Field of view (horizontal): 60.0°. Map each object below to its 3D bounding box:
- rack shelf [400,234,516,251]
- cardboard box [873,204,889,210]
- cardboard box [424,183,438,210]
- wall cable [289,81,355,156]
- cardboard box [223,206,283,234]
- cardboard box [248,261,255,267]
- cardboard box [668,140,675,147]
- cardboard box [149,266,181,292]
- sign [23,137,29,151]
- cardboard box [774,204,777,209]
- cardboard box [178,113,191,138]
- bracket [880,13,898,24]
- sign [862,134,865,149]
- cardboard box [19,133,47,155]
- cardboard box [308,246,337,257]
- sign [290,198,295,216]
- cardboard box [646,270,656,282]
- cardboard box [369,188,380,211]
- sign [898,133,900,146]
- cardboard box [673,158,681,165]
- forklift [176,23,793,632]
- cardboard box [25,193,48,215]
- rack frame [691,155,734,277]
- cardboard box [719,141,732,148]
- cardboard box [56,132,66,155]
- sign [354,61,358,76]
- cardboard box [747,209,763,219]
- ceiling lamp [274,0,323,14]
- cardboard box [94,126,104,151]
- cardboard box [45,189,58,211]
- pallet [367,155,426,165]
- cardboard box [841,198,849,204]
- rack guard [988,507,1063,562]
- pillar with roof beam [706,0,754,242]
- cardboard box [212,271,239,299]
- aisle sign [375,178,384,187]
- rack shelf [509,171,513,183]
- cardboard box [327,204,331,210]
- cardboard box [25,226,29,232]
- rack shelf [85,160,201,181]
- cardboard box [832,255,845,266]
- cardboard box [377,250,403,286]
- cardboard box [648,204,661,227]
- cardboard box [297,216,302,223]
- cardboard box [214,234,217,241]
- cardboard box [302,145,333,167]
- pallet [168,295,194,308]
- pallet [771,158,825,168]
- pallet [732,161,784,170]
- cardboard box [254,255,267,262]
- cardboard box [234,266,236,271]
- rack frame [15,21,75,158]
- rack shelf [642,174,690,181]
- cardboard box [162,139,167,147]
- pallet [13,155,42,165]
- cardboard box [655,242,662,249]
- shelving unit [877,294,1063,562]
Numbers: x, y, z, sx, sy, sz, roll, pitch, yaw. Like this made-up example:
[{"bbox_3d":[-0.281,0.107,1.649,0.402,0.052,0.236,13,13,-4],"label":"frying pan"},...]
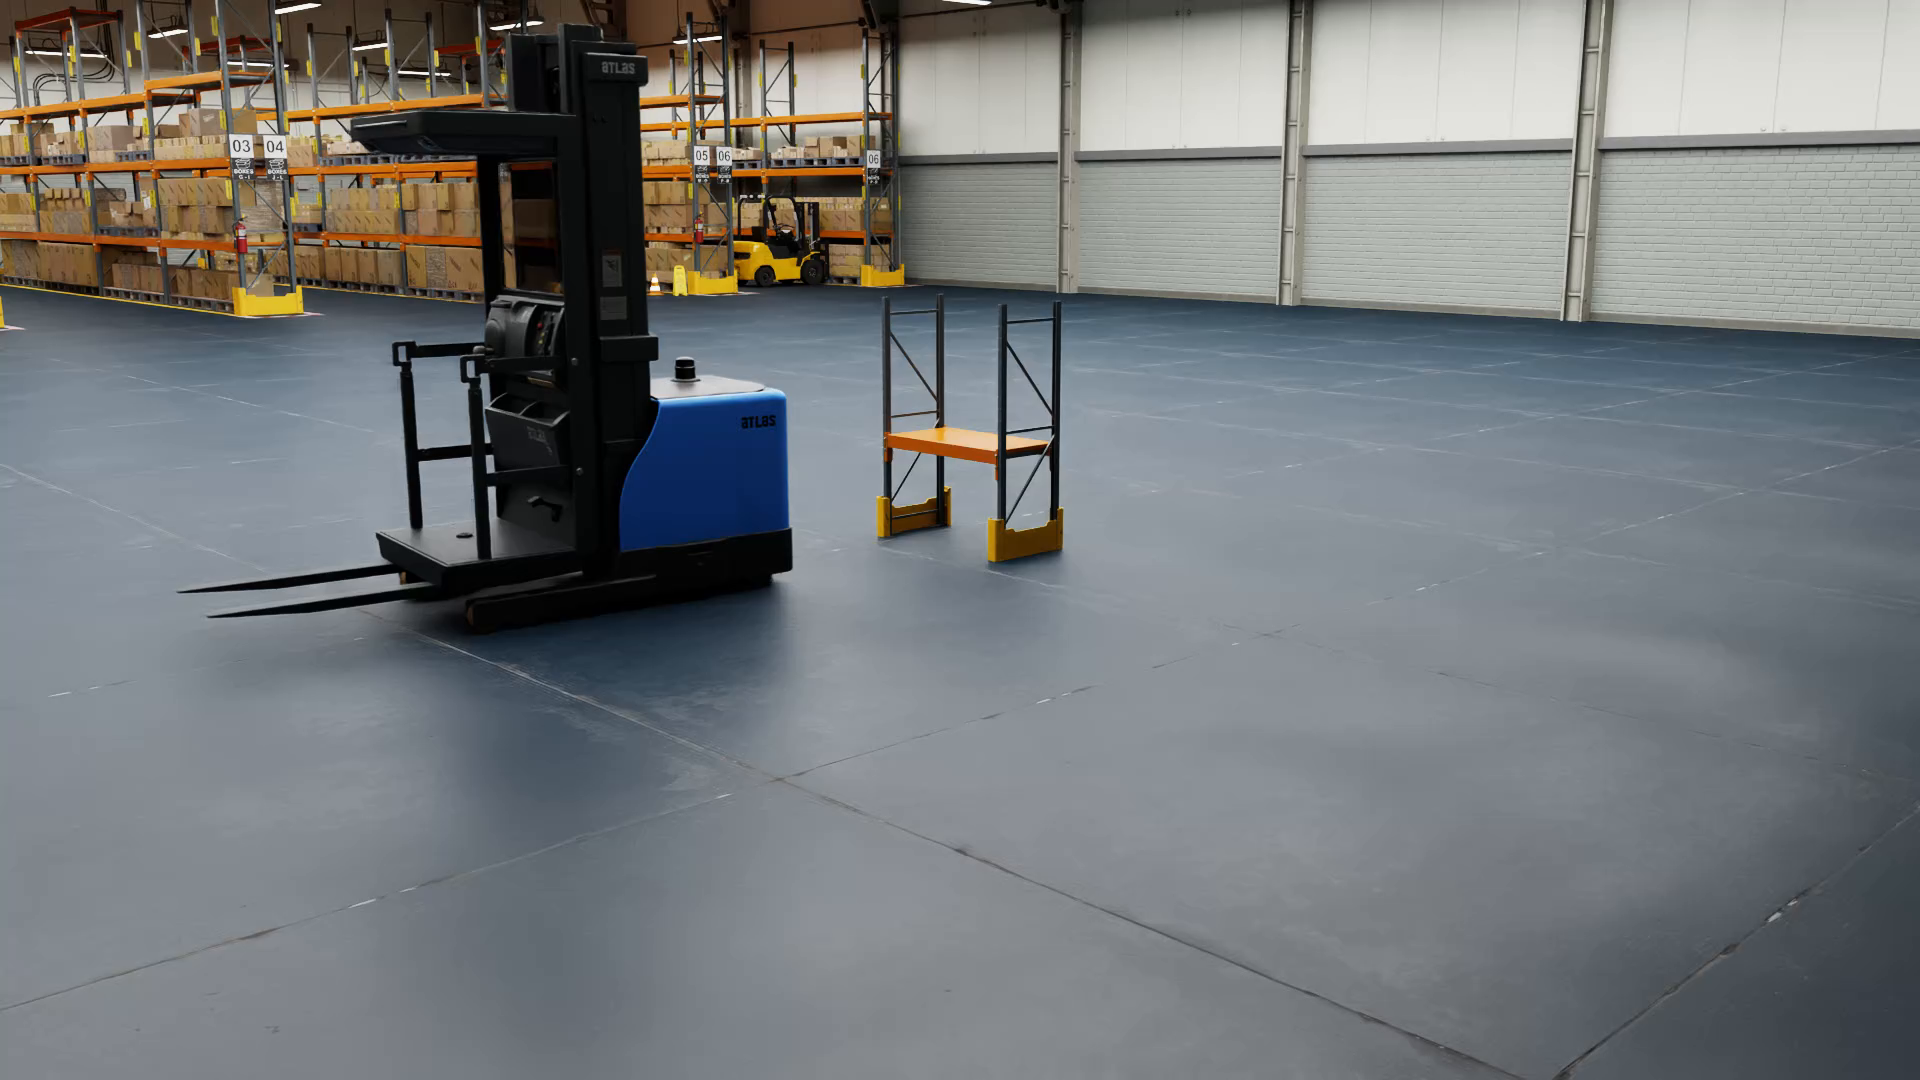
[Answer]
[{"bbox_3d":[-10.376,-6.231,35.006,1.077,0.370,4.000,-11,16,-43],"label":"rack shelf"},{"bbox_3d":[-1.943,-8.141,40.637,0.250,0.149,0.380,11,16,44],"label":"cardboard box"},{"bbox_3d":[-10.790,-7.257,35.155,0.875,0.550,0.550,-11,16,-43],"label":"cardboard box"},{"bbox_3d":[-20.120,-13.165,52.011,2.355,3.000,0.029,-11,16,-43],"label":"wall cable"},{"bbox_3d":[-13.012,-5.894,30.602,0.875,0.500,0.500,-11,16,-43],"label":"cardboard box"},{"bbox_3d":[-17.925,-7.038,42.424,0.250,0.149,0.380,11,16,42],"label":"cardboard box"},{"bbox_3d":[-6.271,-8.819,36.995,0.380,0.149,0.250,-11,16,-43],"label":"cardboard box"},{"bbox_3d":[-16.138,-5.355,34.075,0.700,0.500,0.500,-11,16,-43],"label":"cardboard box"},{"bbox_3d":[-21.339,-9.050,37.995,0.100,0.325,0.005,-11,16,-43],"label":"sign"},{"bbox_3d":[-4.629,-8.556,42.651,0.380,0.149,0.250,-11,16,-43],"label":"cardboard box"},{"bbox_3d":[-14.919,-8.078,32.527,0.500,0.500,0.500,11,16,43],"label":"cardboard box"},{"bbox_3d":[-1.696,-12.507,39.897,0.235,0.232,0.430,-11,16,-43],"label":"bracket"},{"bbox_3d":[-2.299,-9.479,39.555,0.100,0.325,0.005,-11,16,-43],"label":"sign"},{"bbox_3d":[-21.523,-9.245,38.883,0.500,0.500,0.700,11,16,42],"label":"cardboard box"},{"bbox_3d":[-15.181,-6.871,39.625,0.500,0.250,0.500,11,16,44],"label":"cardboard box"},{"bbox_3d":[-12.259,-6.115,30.513,0.100,0.325,0.005,-11,16,-43],"label":"sign"},{"bbox_3d":[-6.954,-6.088,38.301,0.500,0.250,0.500,11,16,43],"label":"cardboard box"},{"bbox_3d":[-12.809,-7.634,37.308,0.700,0.500,0.500,-11,16,-42],"label":"cardboard box"},{"bbox_3d":[-1.491,-9.701,40.269,0.100,0.325,0.005,-11,16,-43],"label":"sign"},{"bbox_3d":[-6.128,-8.387,36.877,0.380,0.149,0.250,-11,16,-42],"label":"cardboard box"},{"bbox_3d":[-2.419,-1.102,8.496,3.031,2.935,1.130,-9,14,-36],"label":"forklift"},{"bbox_3d":[-21.450,-7.836,38.788,0.500,0.500,0.500,-10,15,-41],"label":"cardboard box"},{"bbox_3d":[-5.484,-6.996,36.936,1.000,3.000,0.127,-11,16,-43],"label":"rack frame"},{"bbox_3d":[-6.395,-10.341,44.199,0.500,0.500,0.500,-10,16,-41],"label":"cardboard box"},{"bbox_3d":[-19.603,-8.803,36.978,0.797,0.503,0.637,-11,16,-43],"label":"cardboard box"},{"bbox_3d":[-14.120,-11.011,38.846,0.100,0.325,0.005,-11,16,-43],"label":"sign"},{"bbox_3d":[-5.183,-8.480,43.269,0.500,0.250,0.500,-11,16,-44],"label":"cardboard box"},{"bbox_3d":[-13.328,-12.361,33.641,0.800,3.185,2.000,-11,16,-43],"label":"ceiling lamp"},{"bbox_3d":[-17.690,-8.367,34.669,0.500,0.500,0.500,-11,16,-42],"label":"cardboard box"},{"bbox_3d":[-20.492,-7.815,38.176,0.637,0.503,0.797,11,16,44],"label":"cardboard box"},{"bbox_3d":[-12.426,-8.378,36.683,1.217,0.209,0.805,11,16,43],"label":"pallet"},{"bbox_3d":[-2.690,-8.290,40.623,0.380,0.149,0.250,-10,16,-41],"label":"cardboard box"},{"bbox_3d":[0.397,-0.039,9.979,0.587,0.250,0.087,-11,16,-43],"label":"rack guard"},{"bbox_3d":[-8.983,-11.130,42.132,9.100,9.000,0.548,-11,16,-43],"label":"pillar with roof beam"},{"bbox_3d":[-13.927,-4.867,31.754,0.500,0.500,0.500,-9,15,-37],"label":"cardboard box"},{"bbox_3d":[-16.793,-10.575,47.863,0.394,0.787,0.004,-11,16,-43],"label":"aisle sign"},{"bbox_3d":[-9.628,-8.989,40.957,1.077,0.370,4.000,-11,16,-43],"label":"rack shelf"},{"bbox_3d":[-14.886,-7.967,39.754,0.250,0.149,0.380,11,16,44],"label":"cardboard box"},{"bbox_3d":[-21.741,-7.318,39.118,0.380,0.149,0.250,-11,16,-44],"label":"cardboard box"},{"bbox_3d":[-16.795,-7.608,34.254,1.077,0.370,4.000,-11,16,-43],"label":"rack shelf"},{"bbox_3d":[-2.798,-6.895,40.977,0.500,0.250,0.500,-11,16,-43],"label":"cardboard box"},{"bbox_3d":[-12.251,-6.057,36.914,1.050,0.750,0.750,-11,16,-43],"label":"cardboard box"},{"bbox_3d":[-6.744,-7.379,37.809,0.500,0.500,0.500,-11,16,-43],"label":"cardboard box"},{"bbox_3d":[-15.541,-7.624,39.564,0.380,0.149,0.250,-11,16,-42],"label":"cardboard box"},{"bbox_3d":[-13.684,-5.652,31.034,0.380,0.149,0.250,-11,16,-43],"label":"cardboard box"},{"bbox_3d":[-15.097,-9.025,39.104,0.500,0.500,0.500,-11,16,-43],"label":"cardboard box"},{"bbox_3d":[-14.925,-4.740,32.897,1.003,0.211,1.213,-11,16,-43],"label":"pallet"},{"bbox_3d":[-4.051,-9.577,42.249,1.003,0.211,1.213,-11,16,-43],"label":"pallet"},{"bbox_3d":[-5.278,-9.775,43.463,1.217,0.209,0.805,11,16,43],"label":"pallet"},{"bbox_3d":[-17.716,-7.160,42.278,0.380,0.149,0.250,-10,15,-41],"label":"cardboard box"},{"bbox_3d":[-18.645,-7.061,43.273,0.380,0.149,0.250,-11,16,-41],"label":"cardboard box"},{"bbox_3d":[-20.939,-10.305,38.129,1.000,3.000,0.127,-11,16,-43],"label":"rack frame"},{"bbox_3d":[-8.803,-10.265,47.150,1.077,0.370,4.000,-11,16,-43],"label":"rack shelf"},{"bbox_3d":[-15.179,-7.670,32.158,0.250,0.149,0.380,11,16,42],"label":"cardboard box"},{"bbox_3d":[-21.496,-8.913,39.027,1.003,0.211,1.213,-11,16,-43],"label":"pallet"},{"bbox_3d":[-6.700,-6.702,37.816,0.380,0.149,0.250,-11,16,-42],"label":"cardboard box"},{"bbox_3d":[0.053,-0.723,10.206,0.587,1.500,1.083,-11,16,-43],"label":"shelving unit"}]
